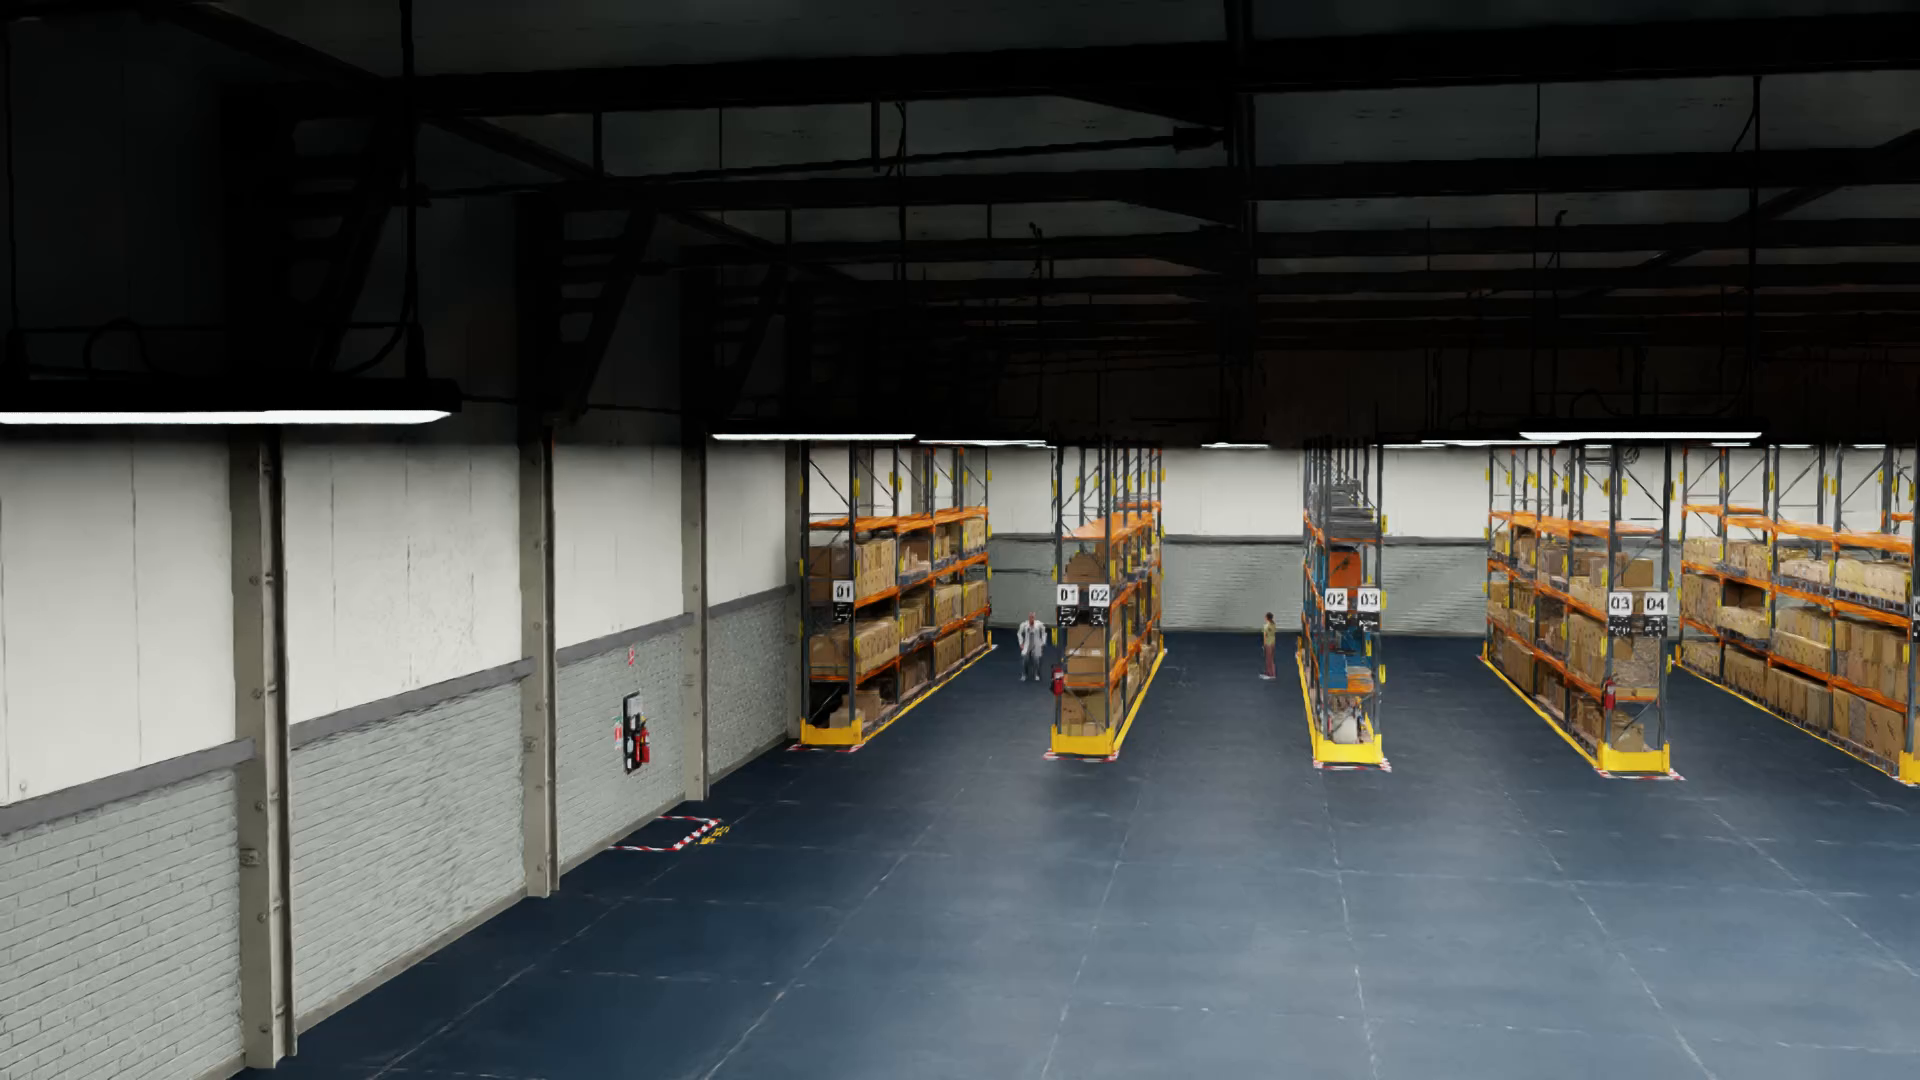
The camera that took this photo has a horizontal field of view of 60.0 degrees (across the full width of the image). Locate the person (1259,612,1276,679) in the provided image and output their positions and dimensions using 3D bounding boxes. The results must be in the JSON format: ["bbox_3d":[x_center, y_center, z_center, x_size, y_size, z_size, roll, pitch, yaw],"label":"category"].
[{"bbox_3d":[7.698,2.624,41.576,0.565,1.667,0.543,2,4,38],"label":"person"}]

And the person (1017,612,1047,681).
[{"bbox_3d":[1.787,2.630,41.269,0.729,1.733,0.546,0,3,8],"label":"person"}]
